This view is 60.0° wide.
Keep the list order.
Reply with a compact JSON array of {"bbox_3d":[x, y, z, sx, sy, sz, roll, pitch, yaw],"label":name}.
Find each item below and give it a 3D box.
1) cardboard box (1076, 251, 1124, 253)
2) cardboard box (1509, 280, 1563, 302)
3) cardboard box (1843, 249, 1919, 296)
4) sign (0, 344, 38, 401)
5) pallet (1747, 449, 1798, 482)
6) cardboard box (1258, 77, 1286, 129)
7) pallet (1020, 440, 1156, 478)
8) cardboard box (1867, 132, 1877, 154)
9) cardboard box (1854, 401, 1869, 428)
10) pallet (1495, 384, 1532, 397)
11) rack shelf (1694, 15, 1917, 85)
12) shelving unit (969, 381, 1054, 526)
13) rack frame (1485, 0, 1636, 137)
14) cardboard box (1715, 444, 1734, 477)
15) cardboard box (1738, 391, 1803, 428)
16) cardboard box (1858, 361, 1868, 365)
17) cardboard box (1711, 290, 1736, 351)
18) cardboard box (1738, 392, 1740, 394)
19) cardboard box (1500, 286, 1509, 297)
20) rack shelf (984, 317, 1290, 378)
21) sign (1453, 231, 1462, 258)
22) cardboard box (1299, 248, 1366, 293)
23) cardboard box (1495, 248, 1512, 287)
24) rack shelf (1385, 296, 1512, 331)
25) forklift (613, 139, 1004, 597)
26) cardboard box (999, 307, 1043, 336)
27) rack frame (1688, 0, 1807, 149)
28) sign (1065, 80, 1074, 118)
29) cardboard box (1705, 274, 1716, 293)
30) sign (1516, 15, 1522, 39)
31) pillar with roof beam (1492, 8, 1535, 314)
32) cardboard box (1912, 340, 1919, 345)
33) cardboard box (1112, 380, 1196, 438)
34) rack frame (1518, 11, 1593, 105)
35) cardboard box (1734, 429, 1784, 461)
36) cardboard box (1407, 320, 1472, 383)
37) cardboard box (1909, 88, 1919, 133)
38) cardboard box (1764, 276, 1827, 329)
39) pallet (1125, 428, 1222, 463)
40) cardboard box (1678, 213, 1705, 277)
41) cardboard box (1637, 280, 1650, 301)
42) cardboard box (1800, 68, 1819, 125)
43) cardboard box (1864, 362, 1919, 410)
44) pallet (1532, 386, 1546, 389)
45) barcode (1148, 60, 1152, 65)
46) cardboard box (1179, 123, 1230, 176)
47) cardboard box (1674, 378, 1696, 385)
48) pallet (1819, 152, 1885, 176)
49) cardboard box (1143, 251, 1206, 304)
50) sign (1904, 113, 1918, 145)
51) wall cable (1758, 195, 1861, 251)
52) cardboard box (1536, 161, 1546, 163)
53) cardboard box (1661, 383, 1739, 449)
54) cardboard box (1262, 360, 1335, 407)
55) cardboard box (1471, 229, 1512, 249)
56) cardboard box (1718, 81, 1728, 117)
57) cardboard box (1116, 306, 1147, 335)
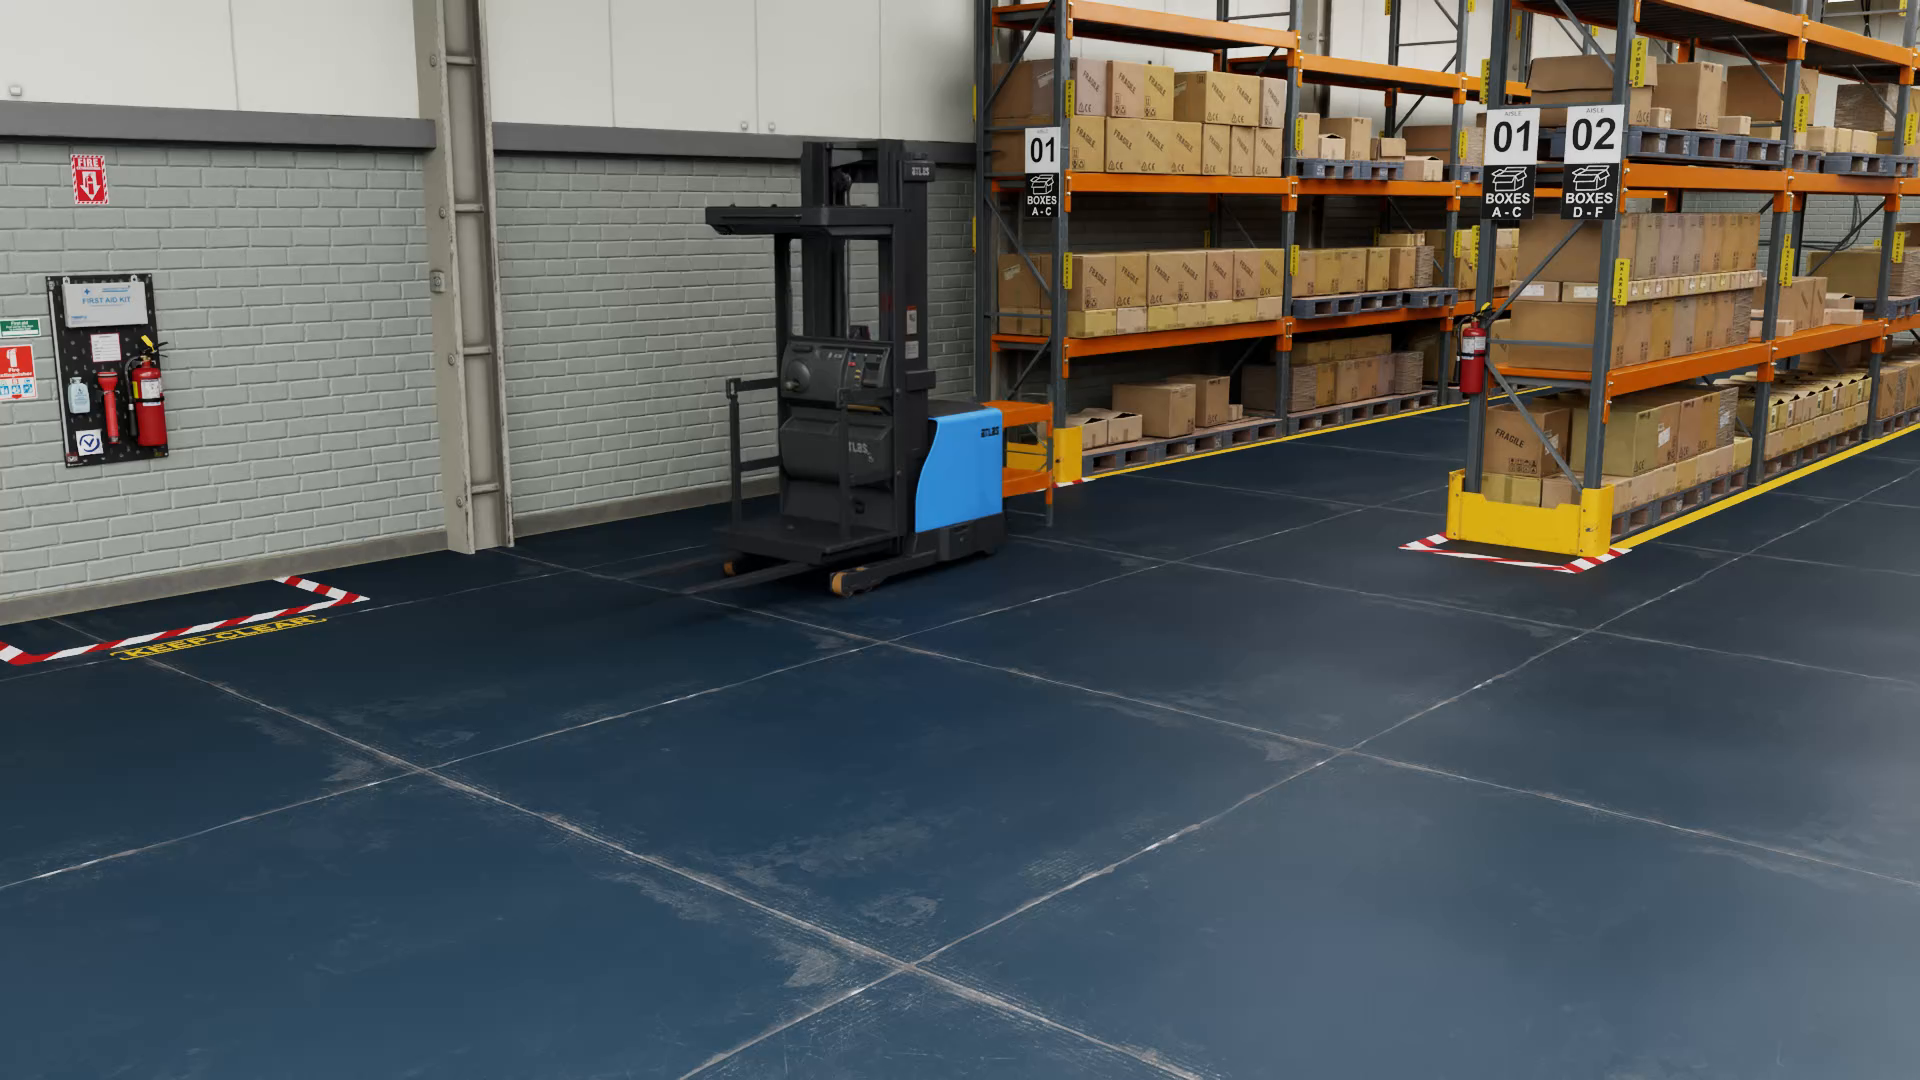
[{"bbox_3d":[1.393,-2.633,16.655,0.500,0.500,0.500,9,15,39],"label":"cardboard box"},{"bbox_3d":[4.396,-1.891,12.610,0.380,0.149,0.250,9,15,39],"label":"cardboard box"},{"bbox_3d":[10.646,-3.092,19.207,0.500,0.500,0.700,-9,14,-37],"label":"cardboard box"},{"bbox_3d":[-5.687,-1.006,9.999,0.001,0.329,0.234,10,15,40],"label":"sign"},{"bbox_3d":[7.385,-0.778,16.066,1.003,0.211,1.213,10,15,40],"label":"pallet"},{"bbox_3d":[3.077,-4.583,17.481,0.500,0.500,0.500,8,14,36],"label":"cardboard box"},{"bbox_3d":[1.177,-0.842,16.387,1.003,0.211,1.213,10,15,40],"label":"pallet"},{"bbox_3d":[9.311,-4.150,17.481,0.500,0.250,0.500,8,14,36],"label":"cardboard box"},{"bbox_3d":[9.404,-1.369,17.854,0.500,0.250,0.500,10,15,42],"label":"cardboard box"},{"bbox_3d":[7.227,-2.178,23.075,1.003,0.211,1.213,10,15,40],"label":"pallet"},{"bbox_3d":[8.248,-4.719,16.220,1.077,0.370,4.000,10,15,40],"label":"rack shelf"},{"bbox_3d":[0.222,-0.615,12.917,0.538,1.125,1.048,9,14,37],"label":"shelving unit"},{"bbox_3d":[4.287,-4.385,11.691,1.000,3.000,0.127,10,15,40],"label":"rack frame"},{"bbox_3d":[6.448,-0.720,14.608,0.500,0.250,0.500,10,15,40],"label":"cardboard box"},{"bbox_3d":[7.722,-1.266,15.907,0.500,0.311,0.500,10,15,40],"label":"cardboard box"},{"bbox_3d":[10.351,-1.854,19.595,0.500,0.500,0.500,9,14,38],"label":"cardboard box"},{"bbox_3d":[6.296,-1.936,14.492,0.700,0.500,0.500,10,15,40],"label":"cardboard box"},{"bbox_3d":[7.318,-1.338,16.269,0.500,0.311,0.500,10,15,42],"label":"cardboard box"},{"bbox_3d":[7.240,-3.392,22.628,0.380,0.149,0.250,10,15,41],"label":"cardboard box"},{"bbox_3d":[1.884,-2.025,17.026,1.077,0.370,4.000,10,15,40],"label":"rack shelf"},{"bbox_3d":[6.258,-3.720,20.925,0.100,0.325,0.005,10,15,40],"label":"sign"},{"bbox_3d":[4.351,-3.189,19.641,0.500,0.500,0.700,-10,15,-40],"label":"cardboard box"},{"bbox_3d":[7.038,-3.652,22.271,0.500,0.500,0.500,10,15,40],"label":"cardboard box"},{"bbox_3d":[7.165,-3.202,22.919,1.077,0.370,4.000,10,15,40],"label":"rack shelf"},{"bbox_3d":[-0.977,-1.173,11.103,1.130,2.935,3.031,9,14,37],"label":"forklift"},{"bbox_3d":[0.727,-2.113,15.965,0.500,0.250,0.500,10,15,41],"label":"cardboard box"},{"bbox_3d":[6.928,-4.974,14.637,1.000,3.000,0.127,10,15,40],"label":"rack frame"},{"bbox_3d":[0.971,-3.913,14.752,0.100,0.325,0.005,10,15,40],"label":"sign"},{"bbox_3d":[6.070,-2.145,13.878,0.380,0.149,0.250,10,15,42],"label":"cardboard box"},{"bbox_3d":[8.084,-7.402,24.005,0.100,0.325,0.005,10,15,40],"label":"sign"},{"bbox_3d":[11.531,-6.449,22.023,9.100,9.000,0.400,10,15,40],"label":"pillar with roof beam"},{"bbox_3d":[13.445,-2.477,22.707,0.797,0.503,0.637,10,15,40],"label":"cardboard box"},{"bbox_3d":[1.986,-1.349,17.063,0.700,0.500,0.500,9,14,37],"label":"cardboard box"},{"bbox_3d":[8.485,-6.791,23.734,1.000,3.000,0.127,10,15,40],"label":"rack frame"},{"bbox_3d":[7.380,-0.917,15.590,0.500,0.250,0.500,9,15,39],"label":"cardboard box"},{"bbox_3d":[6.428,-2.503,22.002,0.750,0.750,0.750,10,15,40],"label":"cardboard box"},{"bbox_3d":[10.534,-4.844,18.839,0.500,0.500,0.500,10,15,40],"label":"cardboard box"},{"bbox_3d":[8.473,-2.420,16.915,0.500,0.500,0.500,9,14,37],"label":"cardboard box"},{"bbox_3d":[1.982,-1.020,17.282,1.003,0.211,1.213,10,15,40],"label":"pallet"},{"bbox_3d":[5.646,-2.429,13.648,0.700,0.500,0.500,10,15,40],"label":"cardboard box"},{"bbox_3d":[5.046,-1.916,12.734,0.380,0.149,0.250,10,15,41],"label":"cardboard box"},{"bbox_3d":[7.723,-4.175,15.695,0.500,0.500,0.500,-10,15,-42],"label":"cardboard box"},{"bbox_3d":[10.759,-1.791,19.279,0.500,0.500,0.500,10,15,40],"label":"cardboard box"},{"bbox_3d":[8.032,-2.358,23.978,1.003,0.211,1.213,10,15,40],"label":"pallet"},{"bbox_3d":[1.963,-4.925,17.203,0.001,0.075,0.075,10,15,40],"label":"barcode"},{"bbox_3d":[2.376,-3.936,16.794,0.500,0.500,0.500,9,14,38],"label":"cardboard box"},{"bbox_3d":[6.386,-1.229,15.241,0.500,0.500,0.500,10,15,40],"label":"cardboard box"},{"bbox_3d":[8.451,-3.722,16.513,1.003,0.211,1.213,11,16,43],"label":"pallet"},{"bbox_3d":[2.116,-2.643,16.701,0.500,0.500,0.500,10,15,42],"label":"cardboard box"},{"bbox_3d":[9.979,-4.311,17.454,0.100,0.325,0.005,10,15,40],"label":"sign"},{"bbox_3d":[15.127,-6.642,30.920,3.097,2.526,0.112,10,15,40],"label":"wall cable"},{"bbox_3d":[7.821,-5.469,23.398,0.700,0.500,0.500,9,14,37],"label":"cardboard box"},{"bbox_3d":[6.447,-1.088,14.536,0.500,0.500,0.500,10,15,40],"label":"cardboard box"},{"bbox_3d":[3.981,-1.855,19.597,0.700,0.500,0.500,9,15,39],"label":"cardboard box"},{"bbox_3d":[7.019,-4.019,22.196,0.500,0.250,0.500,10,15,41],"label":"cardboard box"},{"bbox_3d":[6.397,-3.786,14.666,0.500,0.500,0.500,-11,15,-43],"label":"cardboard box"},{"bbox_3d":[1.456,-2.128,16.041,0.500,0.250,0.500,9,15,39],"label":"cardboard box"}]
